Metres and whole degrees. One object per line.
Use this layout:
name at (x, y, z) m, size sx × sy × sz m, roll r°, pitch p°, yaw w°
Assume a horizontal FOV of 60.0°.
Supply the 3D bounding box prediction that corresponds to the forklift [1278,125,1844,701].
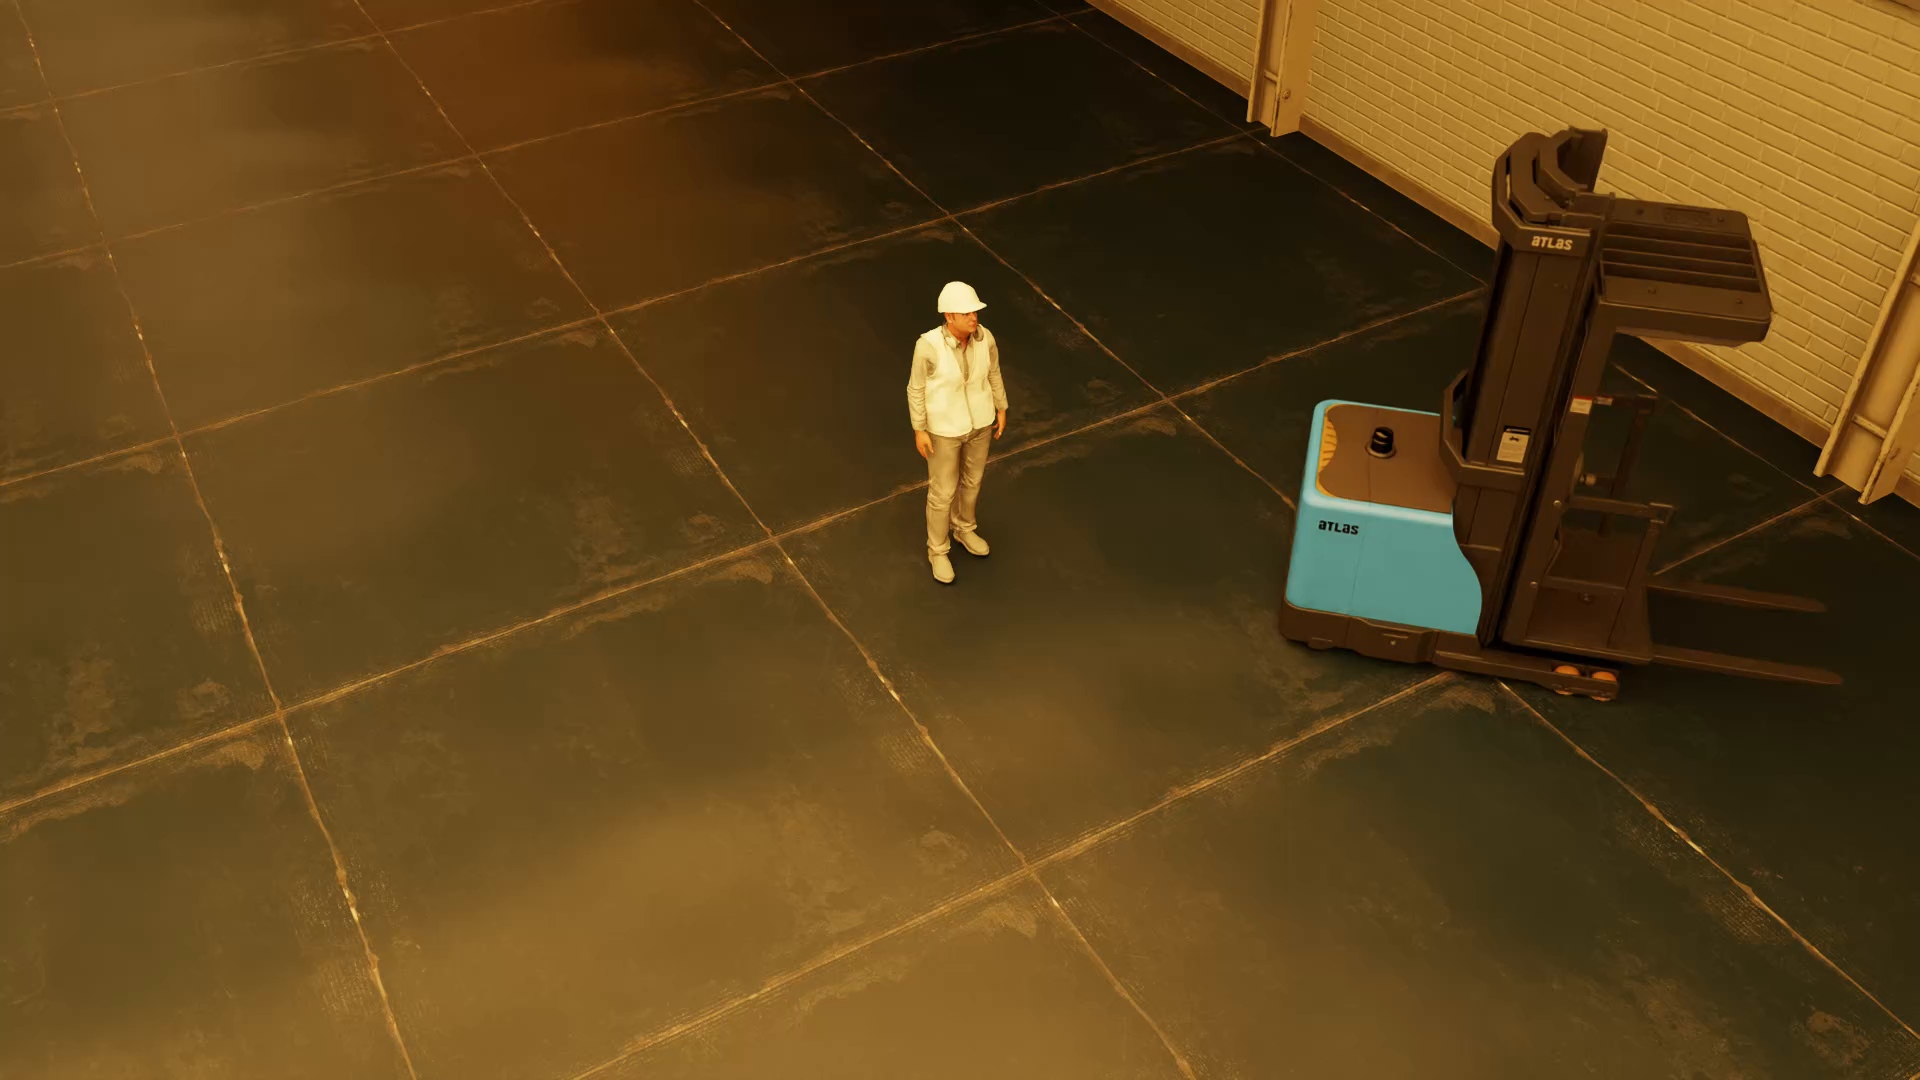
forklift at (3.413, -0.609, 8.771) m, size 3.031 × 2.935 × 1.130 m, roll 9°, pitch 40°, yaw 11°

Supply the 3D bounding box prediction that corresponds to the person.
person at (0.025, -0.651, 9.716) m, size 0.633 × 1.775 × 0.566 m, roll -20°, pitch 44°, yaw -23°
